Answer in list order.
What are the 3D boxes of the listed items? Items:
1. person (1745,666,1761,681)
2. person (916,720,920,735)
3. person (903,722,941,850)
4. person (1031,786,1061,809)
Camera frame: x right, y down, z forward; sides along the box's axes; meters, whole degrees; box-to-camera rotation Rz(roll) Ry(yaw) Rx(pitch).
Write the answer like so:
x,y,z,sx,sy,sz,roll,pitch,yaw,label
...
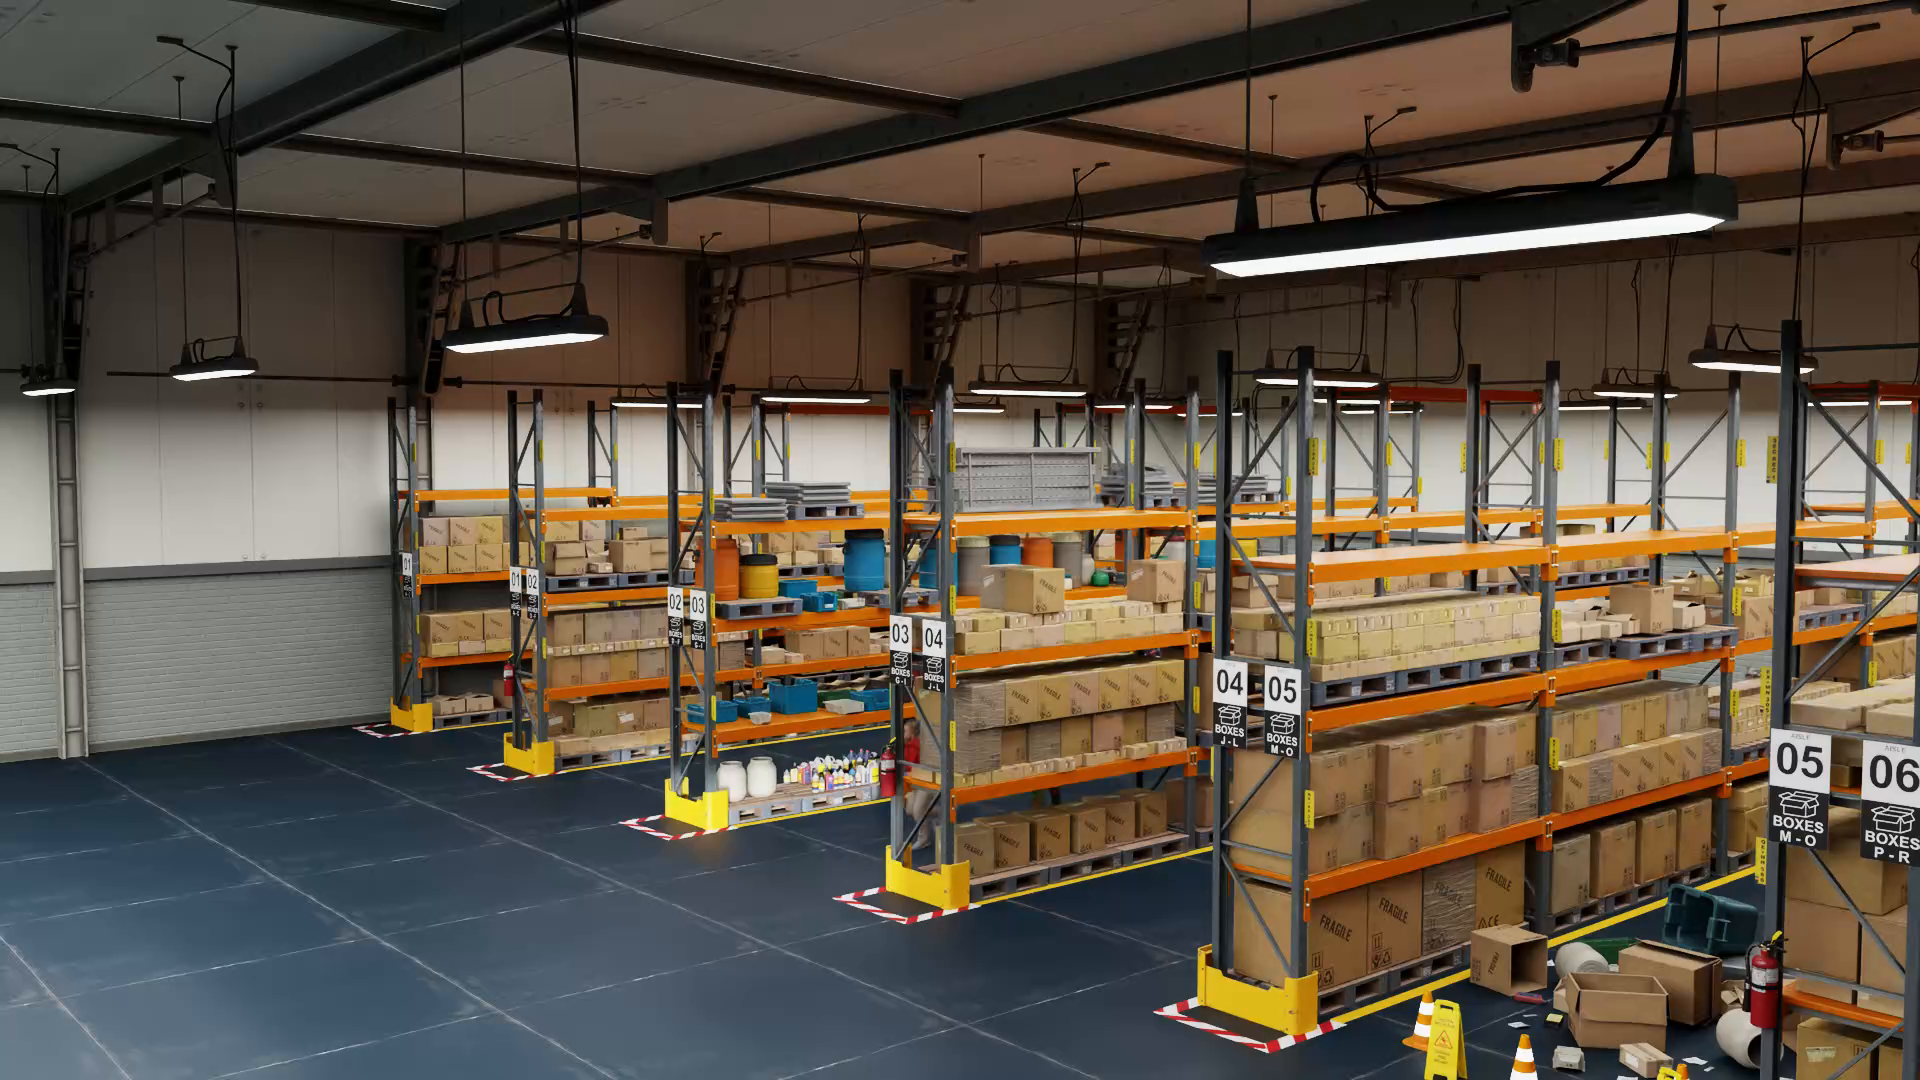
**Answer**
x,y,z,sx,sy,sz,roll,pitch,yaw,label
12.116,2.811,25.316,0.932,1.796,0.672,-2,4,-34,person
-0.538,2.853,27.476,0.646,1.461,0.577,-2,4,-36,person
-0.471,3.122,21.202,0.766,1.663,0.656,-3,5,-42,person
1.094,2.941,23.008,0.642,1.700,0.884,3,5,43,person
